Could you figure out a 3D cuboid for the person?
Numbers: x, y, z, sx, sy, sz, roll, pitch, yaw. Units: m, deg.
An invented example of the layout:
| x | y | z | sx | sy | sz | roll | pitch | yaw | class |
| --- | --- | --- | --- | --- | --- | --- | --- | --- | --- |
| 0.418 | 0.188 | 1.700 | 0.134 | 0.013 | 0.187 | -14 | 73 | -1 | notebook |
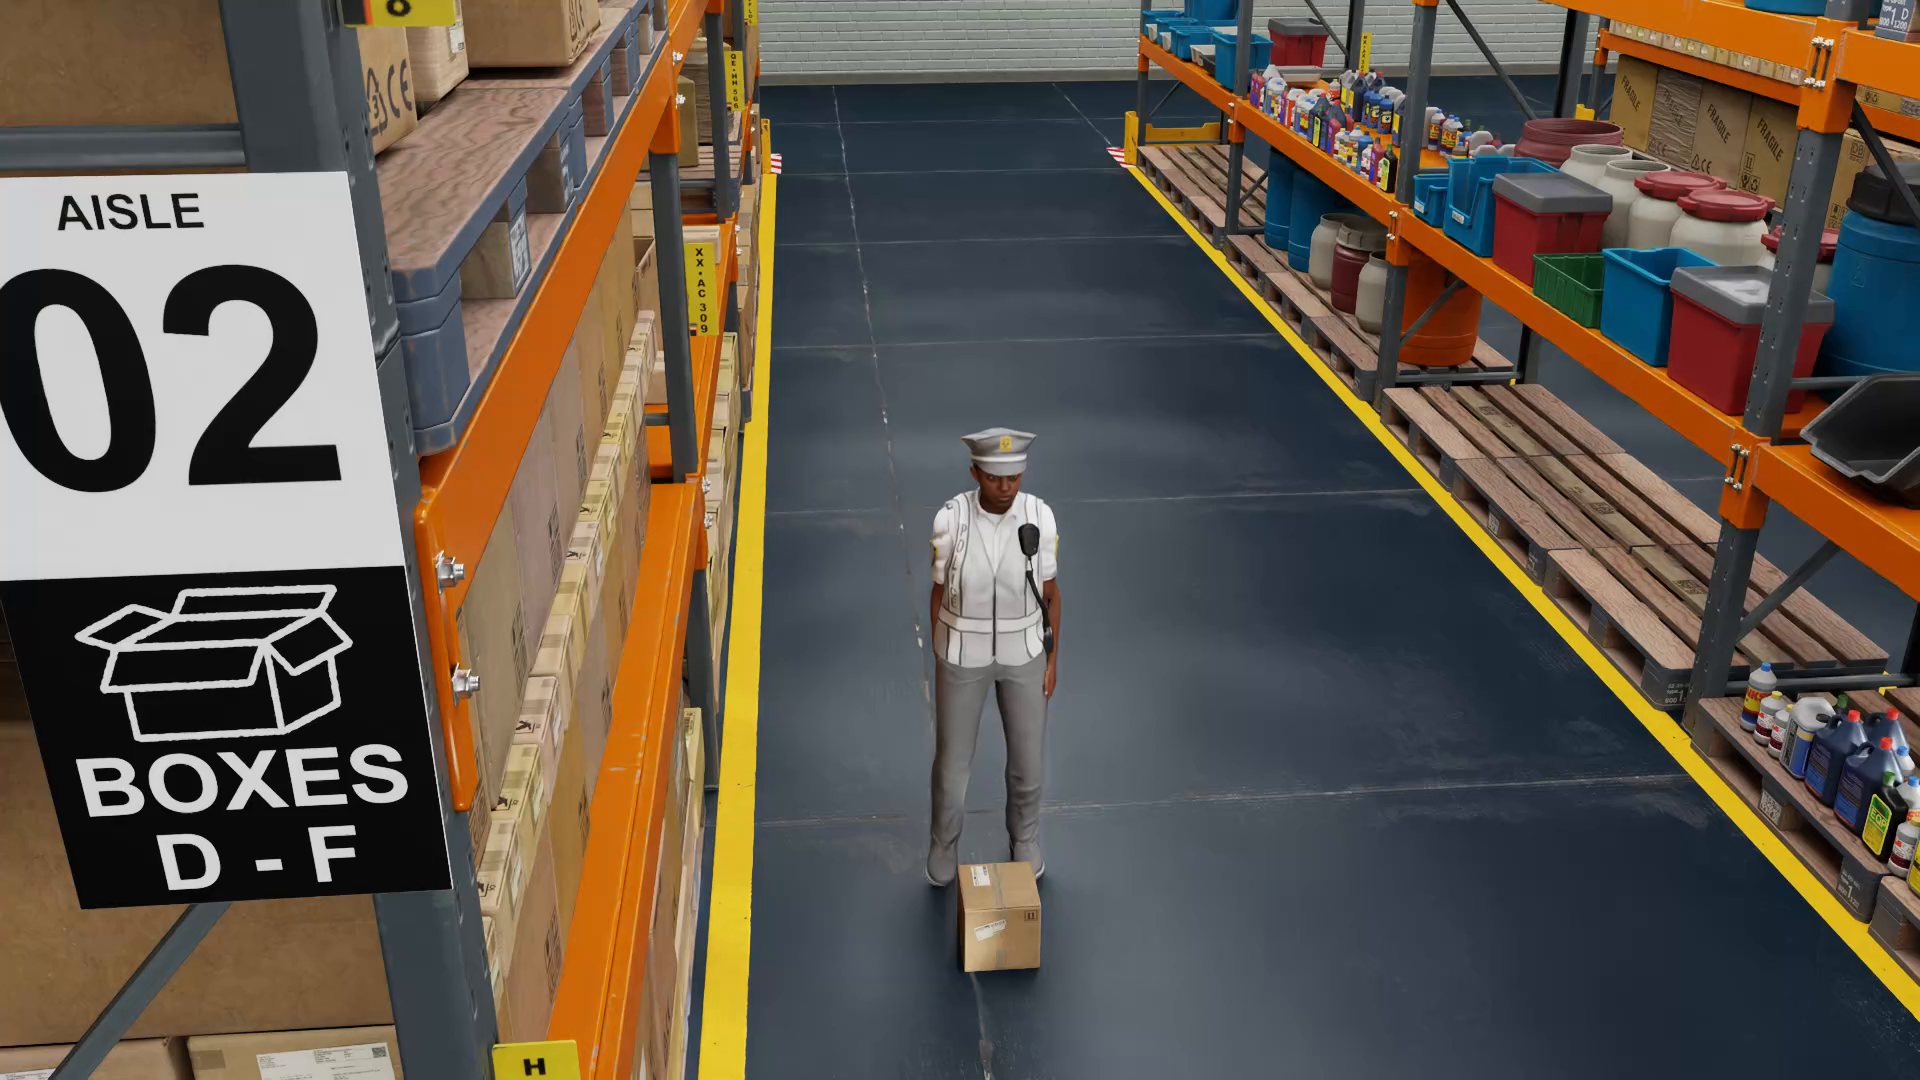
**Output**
| x | y | z | sx | sy | sz | roll | pitch | yaw | class |
| --- | --- | --- | --- | --- | --- | --- | --- | --- | --- |
| 0.107 | 0.409 | 5.685 | 0.475 | 1.696 | 0.340 | -2 | 24 | -4 | person |
